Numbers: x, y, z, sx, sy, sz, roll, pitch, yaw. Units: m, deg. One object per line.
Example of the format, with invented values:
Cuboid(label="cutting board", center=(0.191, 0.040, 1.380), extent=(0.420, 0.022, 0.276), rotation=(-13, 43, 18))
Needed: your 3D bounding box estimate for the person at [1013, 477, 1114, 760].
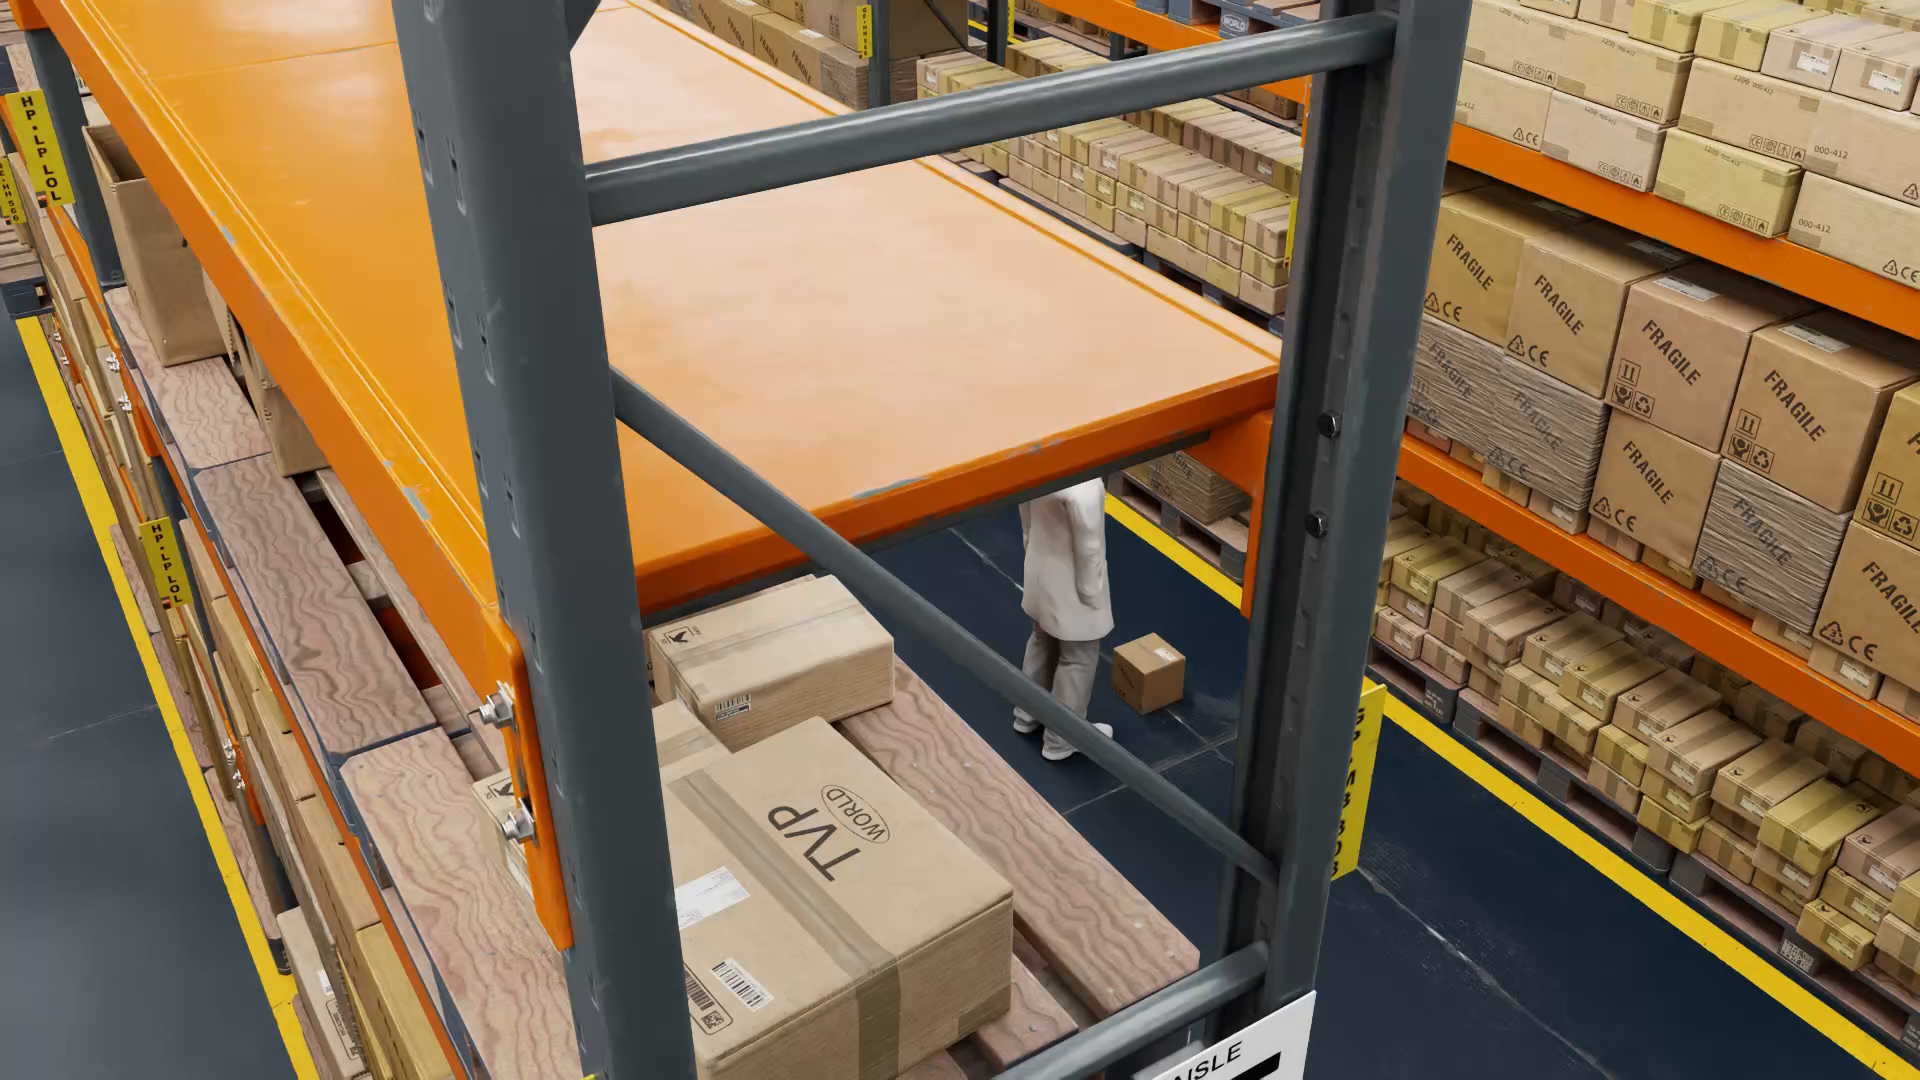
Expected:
Cuboid(label="person", center=(0.465, 0.145, 7.424), extent=(0.379, 1.775, 0.562), rotation=(-18, 36, -26))
